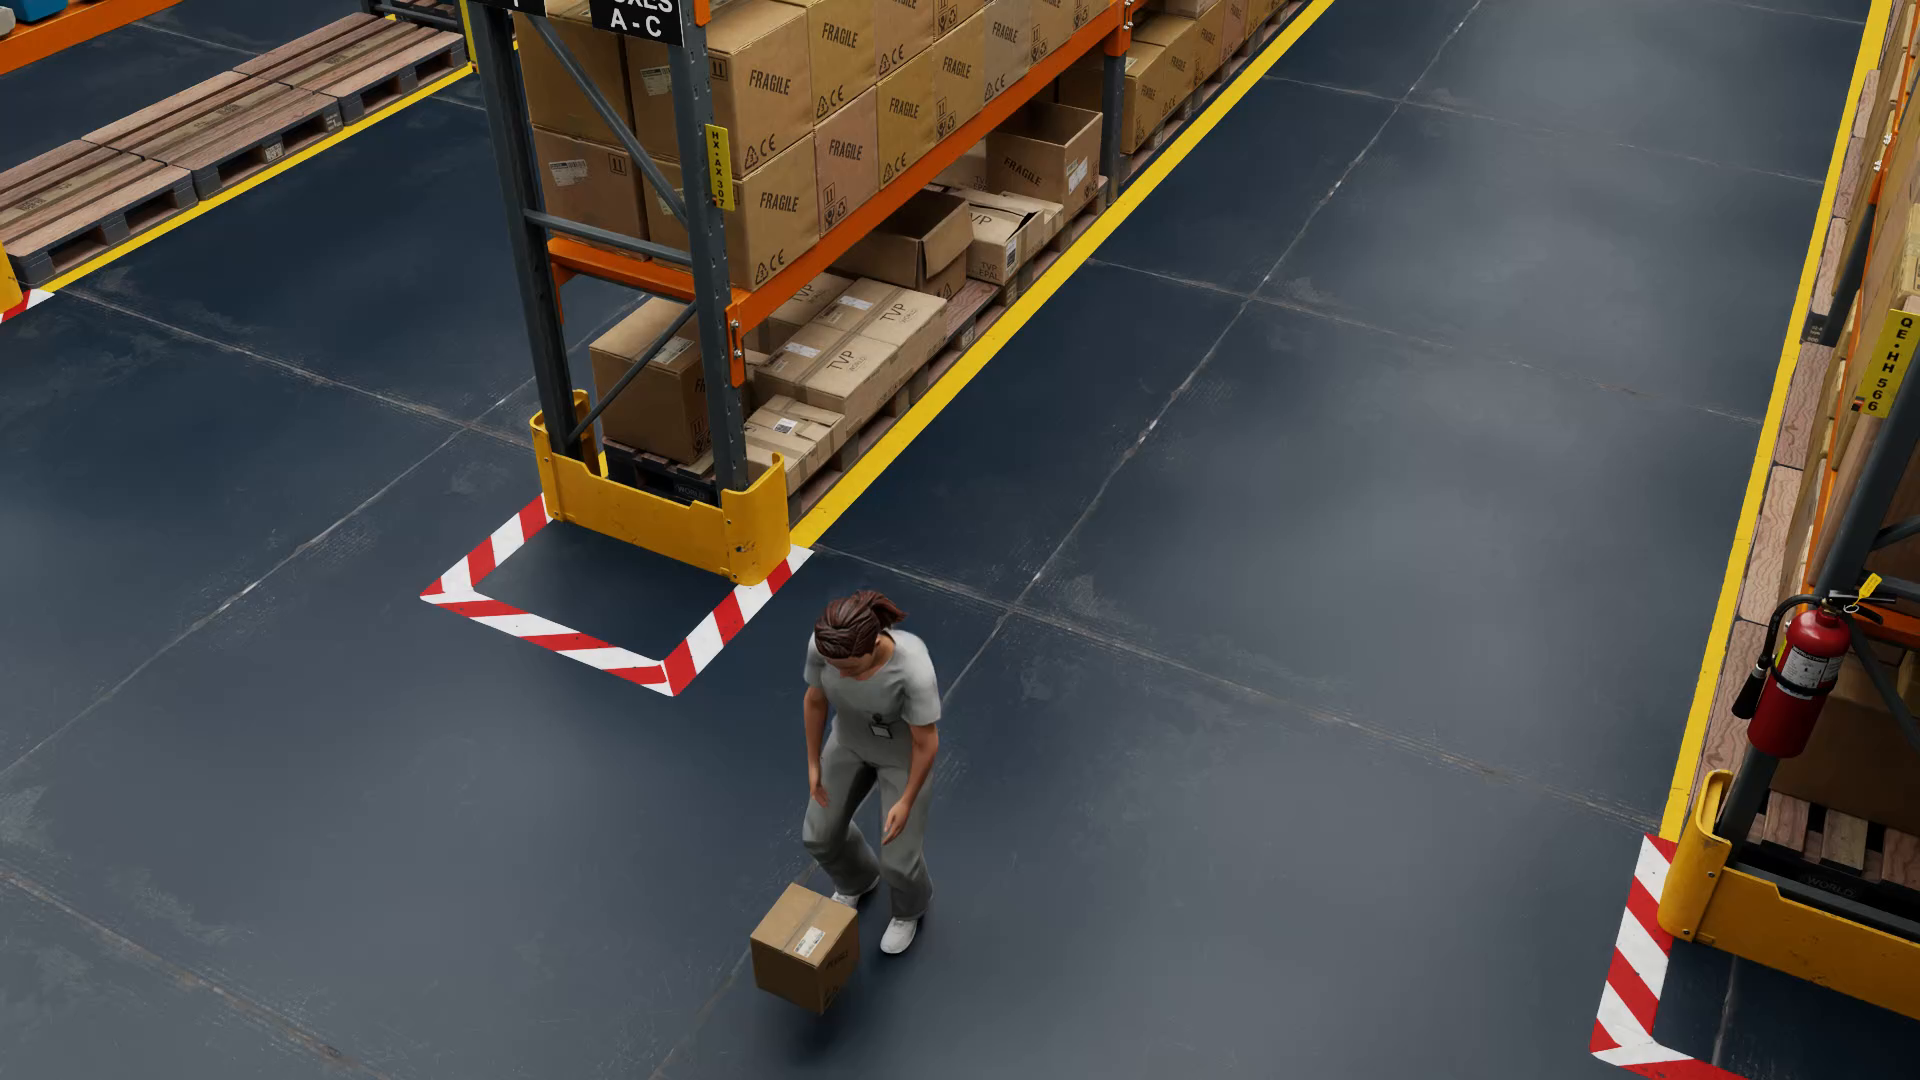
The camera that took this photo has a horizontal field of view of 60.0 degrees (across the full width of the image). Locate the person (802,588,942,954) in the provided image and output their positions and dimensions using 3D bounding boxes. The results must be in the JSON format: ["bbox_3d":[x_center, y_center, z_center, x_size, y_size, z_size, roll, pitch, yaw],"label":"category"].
[{"bbox_3d":[-0.266,0.721,5.338,0.478,1.556,0.489,19,42,22],"label":"person"}]
